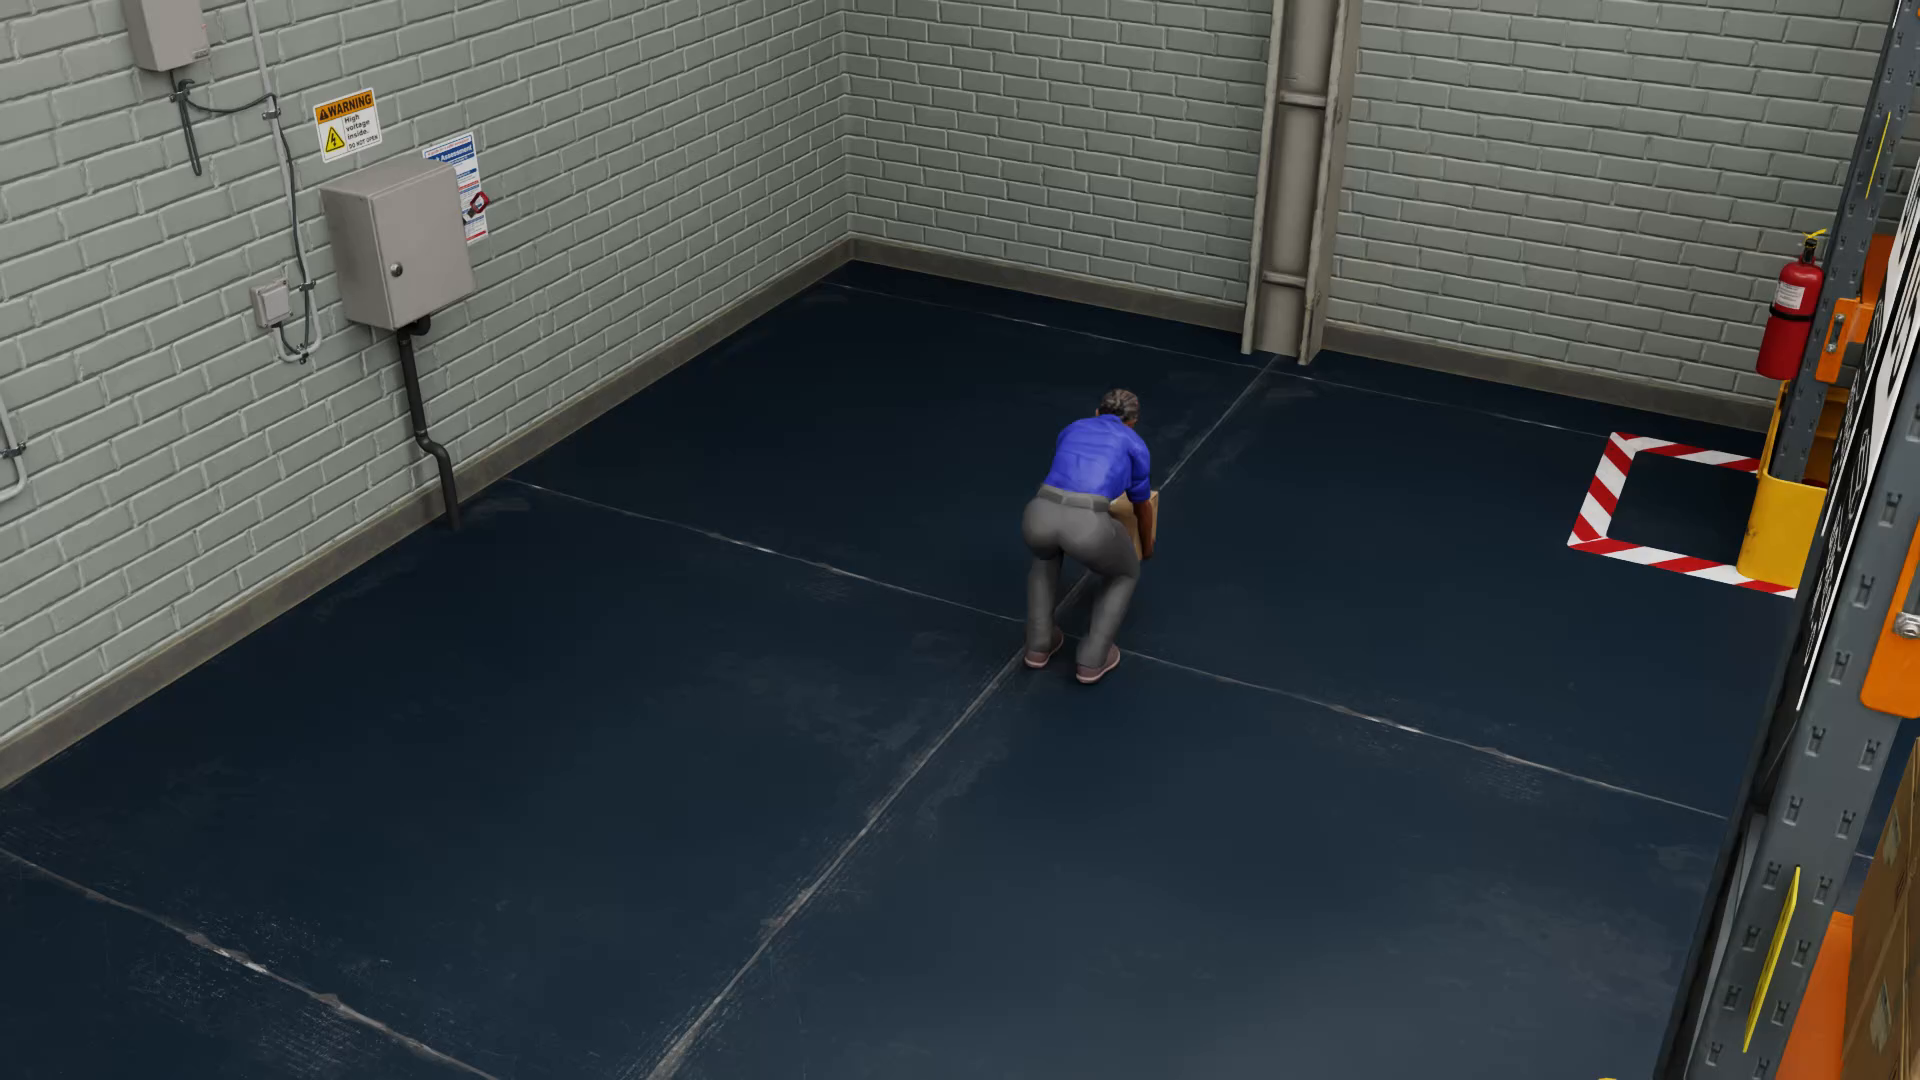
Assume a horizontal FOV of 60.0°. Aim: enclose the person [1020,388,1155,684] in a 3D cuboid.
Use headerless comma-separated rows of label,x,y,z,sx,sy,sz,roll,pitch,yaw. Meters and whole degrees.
person,0.533,-0.018,6.796,0.460,1.027,0.861,13,33,21
